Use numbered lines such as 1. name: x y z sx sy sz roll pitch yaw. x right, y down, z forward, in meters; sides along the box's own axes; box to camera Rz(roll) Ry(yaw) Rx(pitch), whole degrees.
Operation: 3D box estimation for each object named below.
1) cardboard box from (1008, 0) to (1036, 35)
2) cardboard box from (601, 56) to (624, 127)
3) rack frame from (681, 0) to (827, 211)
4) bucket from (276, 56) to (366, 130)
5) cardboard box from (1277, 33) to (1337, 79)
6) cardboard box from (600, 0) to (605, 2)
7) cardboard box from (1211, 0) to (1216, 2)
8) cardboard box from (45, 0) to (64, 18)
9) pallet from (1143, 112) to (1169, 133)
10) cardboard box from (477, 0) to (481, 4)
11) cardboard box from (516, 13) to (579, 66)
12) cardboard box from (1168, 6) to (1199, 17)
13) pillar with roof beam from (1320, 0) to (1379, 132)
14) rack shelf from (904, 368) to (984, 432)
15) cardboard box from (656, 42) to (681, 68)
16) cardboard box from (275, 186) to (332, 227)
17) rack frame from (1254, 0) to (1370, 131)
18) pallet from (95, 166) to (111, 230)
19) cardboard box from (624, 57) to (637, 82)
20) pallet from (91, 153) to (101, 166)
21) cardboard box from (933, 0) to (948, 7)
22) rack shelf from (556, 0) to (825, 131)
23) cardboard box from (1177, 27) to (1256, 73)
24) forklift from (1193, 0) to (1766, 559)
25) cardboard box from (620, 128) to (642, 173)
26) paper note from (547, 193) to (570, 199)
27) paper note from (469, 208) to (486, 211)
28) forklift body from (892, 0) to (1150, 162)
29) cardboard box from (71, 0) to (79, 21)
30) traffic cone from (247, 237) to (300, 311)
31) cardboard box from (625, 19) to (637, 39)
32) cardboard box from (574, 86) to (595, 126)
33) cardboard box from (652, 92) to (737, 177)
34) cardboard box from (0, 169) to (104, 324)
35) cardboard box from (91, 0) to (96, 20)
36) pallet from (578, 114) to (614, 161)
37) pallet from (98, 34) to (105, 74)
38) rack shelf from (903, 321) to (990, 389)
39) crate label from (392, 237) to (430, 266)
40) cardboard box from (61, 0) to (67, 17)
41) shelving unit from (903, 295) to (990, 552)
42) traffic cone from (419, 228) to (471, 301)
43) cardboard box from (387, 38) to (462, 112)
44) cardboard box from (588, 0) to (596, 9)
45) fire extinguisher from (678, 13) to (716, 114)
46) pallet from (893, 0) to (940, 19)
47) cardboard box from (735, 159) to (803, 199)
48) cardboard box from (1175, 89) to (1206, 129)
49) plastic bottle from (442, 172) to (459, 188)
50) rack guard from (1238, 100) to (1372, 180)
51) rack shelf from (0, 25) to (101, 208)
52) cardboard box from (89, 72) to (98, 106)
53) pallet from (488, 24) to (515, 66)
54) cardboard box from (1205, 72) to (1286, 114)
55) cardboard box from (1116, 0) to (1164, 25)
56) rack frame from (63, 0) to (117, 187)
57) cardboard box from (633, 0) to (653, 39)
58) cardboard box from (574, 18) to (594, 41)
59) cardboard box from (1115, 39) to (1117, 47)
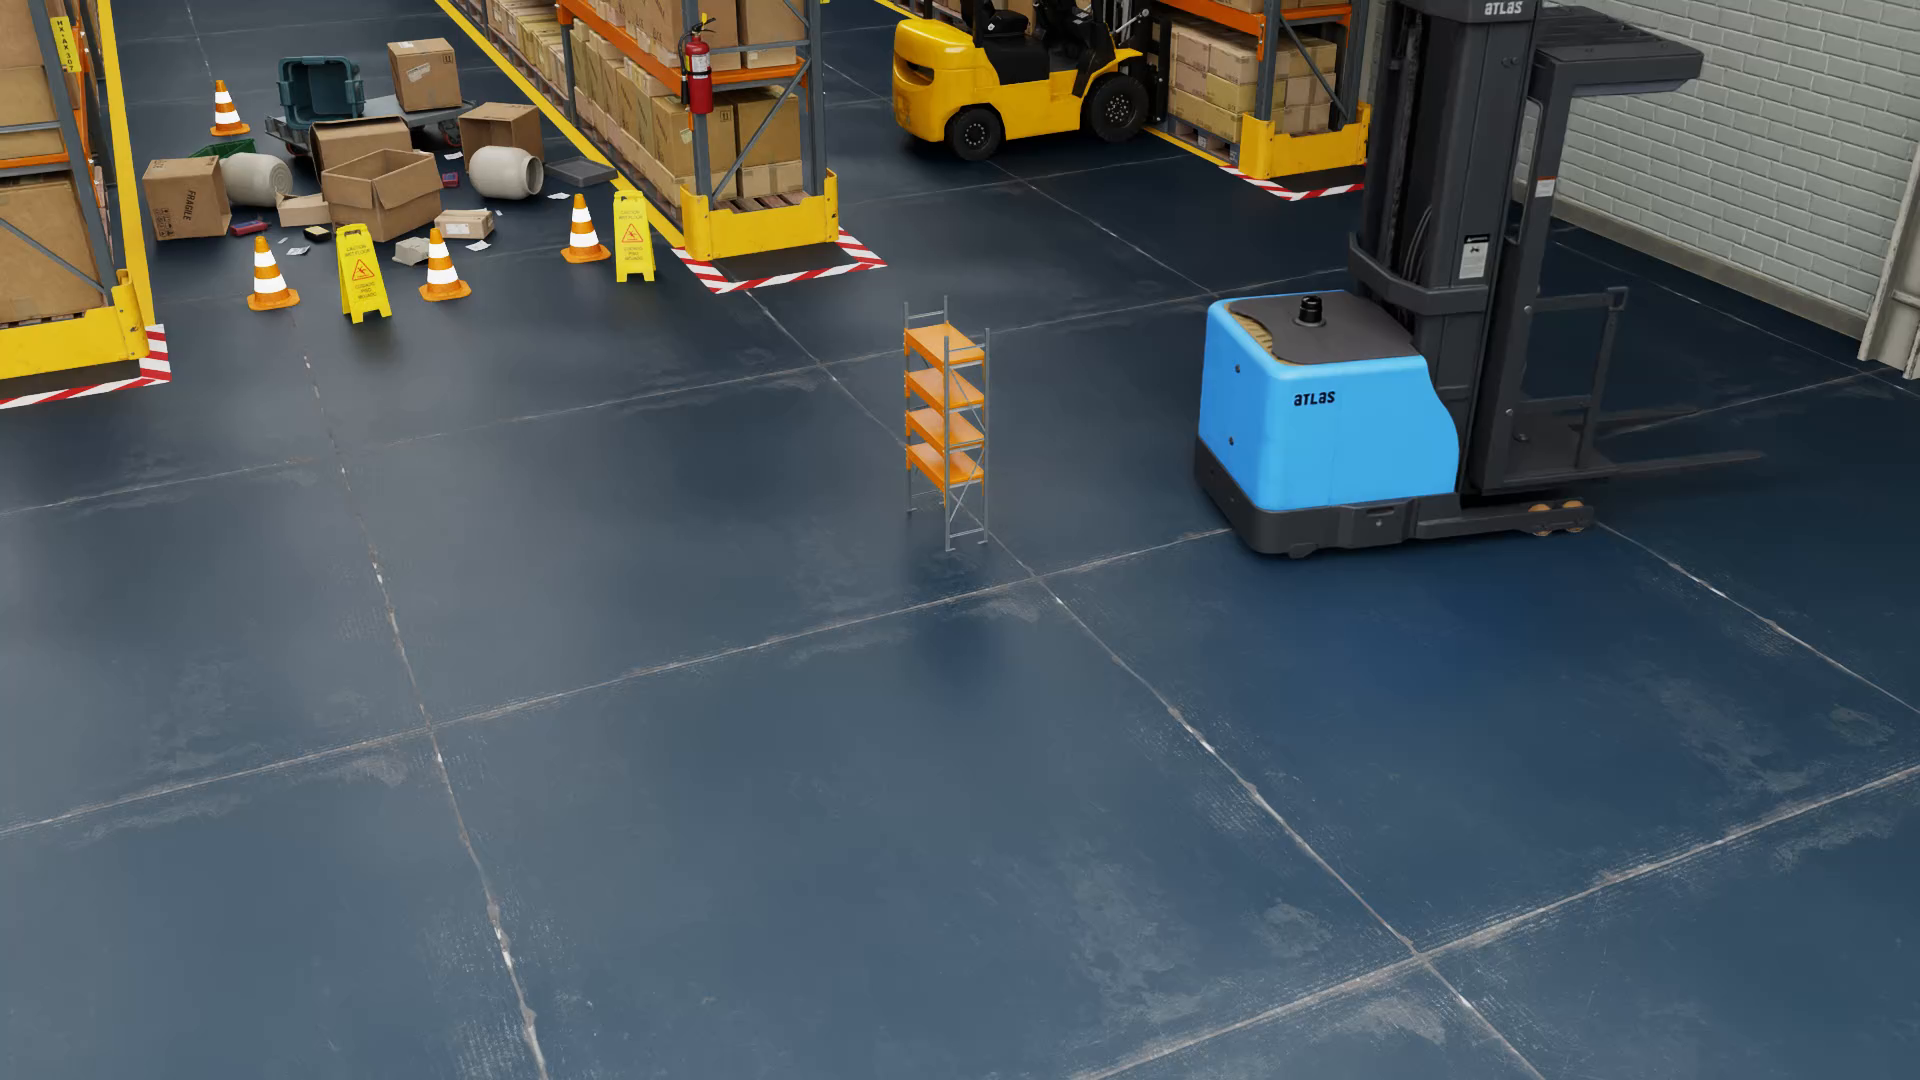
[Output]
1. cardboard box: 1.043 -5.741 17.920 0.875 0.625 0.625 -12 31 -20
2. cardboard box: -2.733 -3.852 14.168 0.500 0.500 0.500 -11 31 -19
3. rack frame: -1.487 -3.555 12.022 1.000 3.000 0.127 -13 32 -22
4. bucket: -5.491 -3.897 14.425 0.726 0.611 0.620 -3 19 -5
5. cardboard box: 2.959 -4.271 14.659 0.500 0.250 0.500 -14 32 -23
6. cardboard box: -2.827 -4.801 13.838 0.500 0.500 0.500 -13 32 -22
7. cardboard box: 2.332 -5.036 14.561 0.500 0.500 0.500 -12 31 -20
8. cardboard box: -6.476 -3.679 10.986 0.875 0.550 0.550 -13 32 -22
9. pallet: 2.109 -4.250 16.113 1.003 0.211 1.213 -13 32 -22
10. cardboard box: -5.143 -6.668 19.317 0.875 0.875 0.875 -13 32 -22
11. cardboard box: -4.043 -5.214 17.238 0.950 0.372 0.625 -12 31 -20
12. cardboard box: 2.323 -4.942 15.855 0.500 0.250 0.500 -14 32 -23
13. pillar with roof beam: -0.378 -6.808 11.691 9.100 9.000 0.400 -13 32 -22
14. rack shelf: -0.071 -0.733 8.510 0.258 0.148 0.480 -13 32 -22
15. cardboard box: -2.050 -3.654 12.456 0.380 0.149 0.250 -13 32 -23
16. cardboard box: -5.230 -2.673 13.245 0.396 0.266 0.258 -8 30 -13
17. rack frame: 2.995 -4.599 13.884 1.000 3.000 0.127 -13 32 -22
18. pallet: -7.376 -2.669 13.294 1.003 0.211 1.213 -13 32 -22
19. cardboard box: -2.501 -3.824 13.455 0.380 0.149 0.250 -12 31 -20
20. pallet: -8.031 -3.346 14.502 1.003 0.211 1.213 -13 32 -22
21. cardboard box: 0.103 -6.715 19.656 0.875 0.625 0.625 -12 31 -20
22. rack shelf: -2.345 -4.124 13.774 1.077 0.370 4.000 -13 32 -22
23. cardboard box: 2.291 -4.381 14.855 0.500 0.250 0.500 -12 32 -21
24. forklift: 2.871 -1.544 8.507 3.031 2.935 1.130 -6 30 -11
25. cardboard box: -2.522 -3.300 13.949 0.500 0.250 0.500 -14 32 -24
26. paper note: -3.332 -2.865 13.829 0.148 0.019 0.142 26 38 38
27. paper note: -3.920 -2.661 13.476 0.148 0.019 0.142 -3 29 -5
28. forklift body: 0.533 -4.683 14.902 2.313 2.155 1.214 -13 32 -22
29. cardboard box: -7.614 -4.570 13.731 0.500 0.500 0.500 -13 32 -21
30. traffic cone: -4.860 -1.897 11.660 0.336 0.463 0.334 -13 32 -22
31. cardboard box: -2.453 -4.116 13.280 0.380 0.149 0.250 -13 32 -22
32. cardboard box: -3.195 -3.988 15.177 0.500 0.250 0.500 -15 32 -24
33. cardboard box: -2.066 -3.165 12.942 0.500 0.500 0.500 -13 32 -22
34. cardboard box: -6.265 -2.013 11.016 0.875 0.875 0.875 -13 32 -22
35. cardboard box: -10.084 -6.136 18.752 0.500 0.500 0.500 -14 32 -23
36. pallet: -2.884 -3.816 15.340 1.003 0.211 1.213 -13 32 -22
37. pallet: -9.683 -5.134 17.690 1.003 0.211 1.213 -13 32 -22
38. rack shelf: -0.071 -0.939 8.395 0.258 0.148 0.480 -13 32 -22
39. crate label: -4.087 -2.176 12.491 0.298 0.136 0.250 19 34 30
40. cardboard box: -7.206 -3.904 12.493 0.875 0.550 0.550 -13 32 -22
41. shelving unit: -0.071 -0.596 8.587 0.258 1.200 0.503 -13 32 -22
42. traffic cone: -3.693 -1.984 11.815 0.336 0.463 0.334 -13 32 -22
43. cardboard box: -4.799 -4.175 14.910 0.500 0.500 0.500 -13 32 -22
44. cardboard box: -2.987 -4.677 14.281 0.380 0.149 0.250 -12 31 -20
45. fire extinguisher: -1.854 -3.374 11.779 0.296 0.674 0.183 -13 32 -22
46. pallet: -0.122 -6.544 20.205 1.003 0.211 1.213 -13 32 -22
47. cardboard box: -1.583 -2.953 13.331 0.500 0.250 0.500 -13 32 -22
48. cardboard box: 2.303 -3.945 15.101 0.500 0.250 0.500 -13 32 -22
49. plastic bottle: -4.344 -3.076 14.173 0.133 0.061 0.283 -8 30 -13
50. rack guard: 3.005 -3.498 14.477 1.175 0.500 0.348 -13 32 -22
51. rack shelf: -6.773 -3.040 11.841 1.077 0.370 4.000 -13 32 -22
52. cardboard box: -8.390 -4.122 14.905 1.050 0.750 0.750 -13 32 -22
53. pallet: -4.587 -5.527 18.390 1.003 0.211 1.213 -13 32 -22
54. cardboard box: 2.503 -3.950 14.598 0.500 0.250 0.500 -14 32 -23
55. cardboard box: 1.636 -5.061 16.068 0.500 0.250 0.500 -12 31 -20
56. rack frame: -7.631 -4.238 13.240 1.000 3.000 0.127 -13 32 -22
57. cardboard box: -2.179 -4.132 12.646 0.500 0.500 0.500 -13 32 -22
58. cardboard box: -3.195 -4.530 14.714 0.380 0.149 0.250 -13 32 -21
59. cardboard box: 1.630 -4.842 16.190 0.500 0.250 0.500 -13 32 -22
